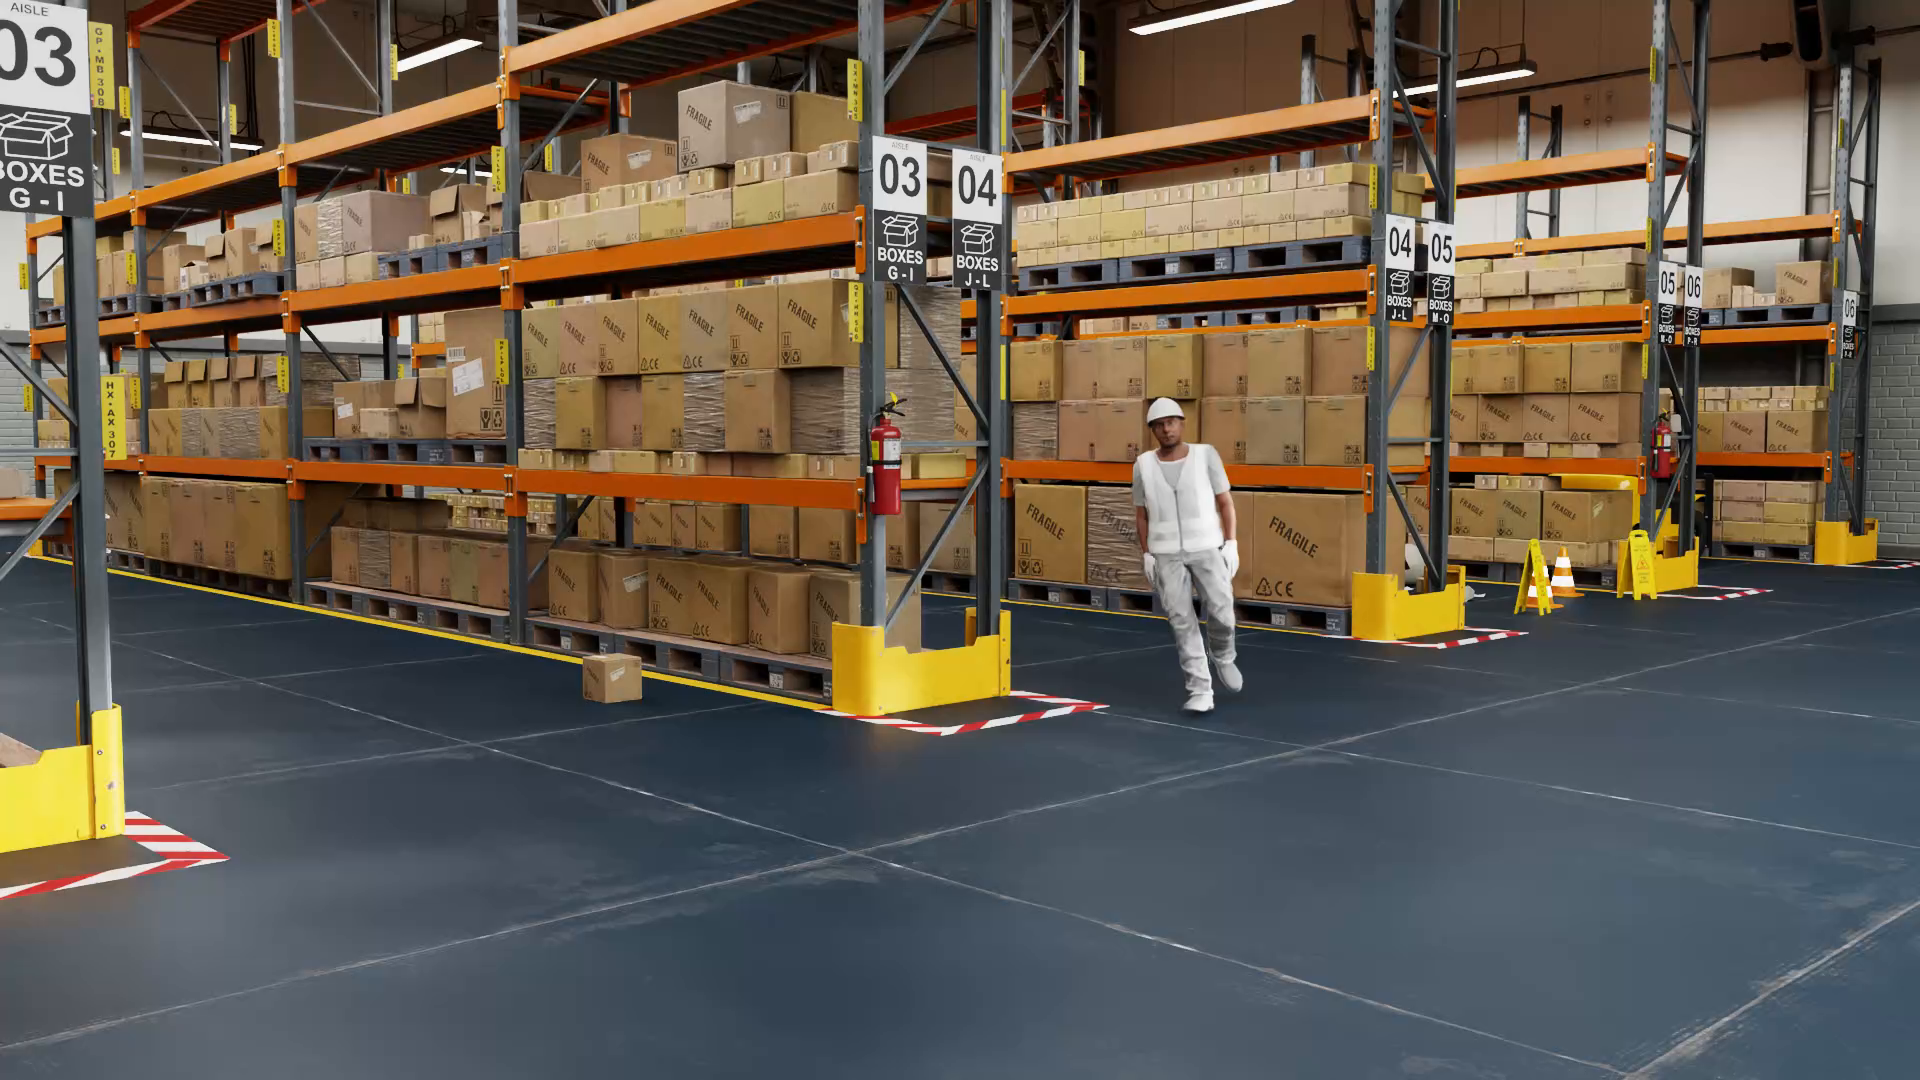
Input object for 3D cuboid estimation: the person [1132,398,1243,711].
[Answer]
[{"bbox_3d":[1.288,0.071,9.461,0.611,1.755,0.683,1,4,15],"label":"person"}]
